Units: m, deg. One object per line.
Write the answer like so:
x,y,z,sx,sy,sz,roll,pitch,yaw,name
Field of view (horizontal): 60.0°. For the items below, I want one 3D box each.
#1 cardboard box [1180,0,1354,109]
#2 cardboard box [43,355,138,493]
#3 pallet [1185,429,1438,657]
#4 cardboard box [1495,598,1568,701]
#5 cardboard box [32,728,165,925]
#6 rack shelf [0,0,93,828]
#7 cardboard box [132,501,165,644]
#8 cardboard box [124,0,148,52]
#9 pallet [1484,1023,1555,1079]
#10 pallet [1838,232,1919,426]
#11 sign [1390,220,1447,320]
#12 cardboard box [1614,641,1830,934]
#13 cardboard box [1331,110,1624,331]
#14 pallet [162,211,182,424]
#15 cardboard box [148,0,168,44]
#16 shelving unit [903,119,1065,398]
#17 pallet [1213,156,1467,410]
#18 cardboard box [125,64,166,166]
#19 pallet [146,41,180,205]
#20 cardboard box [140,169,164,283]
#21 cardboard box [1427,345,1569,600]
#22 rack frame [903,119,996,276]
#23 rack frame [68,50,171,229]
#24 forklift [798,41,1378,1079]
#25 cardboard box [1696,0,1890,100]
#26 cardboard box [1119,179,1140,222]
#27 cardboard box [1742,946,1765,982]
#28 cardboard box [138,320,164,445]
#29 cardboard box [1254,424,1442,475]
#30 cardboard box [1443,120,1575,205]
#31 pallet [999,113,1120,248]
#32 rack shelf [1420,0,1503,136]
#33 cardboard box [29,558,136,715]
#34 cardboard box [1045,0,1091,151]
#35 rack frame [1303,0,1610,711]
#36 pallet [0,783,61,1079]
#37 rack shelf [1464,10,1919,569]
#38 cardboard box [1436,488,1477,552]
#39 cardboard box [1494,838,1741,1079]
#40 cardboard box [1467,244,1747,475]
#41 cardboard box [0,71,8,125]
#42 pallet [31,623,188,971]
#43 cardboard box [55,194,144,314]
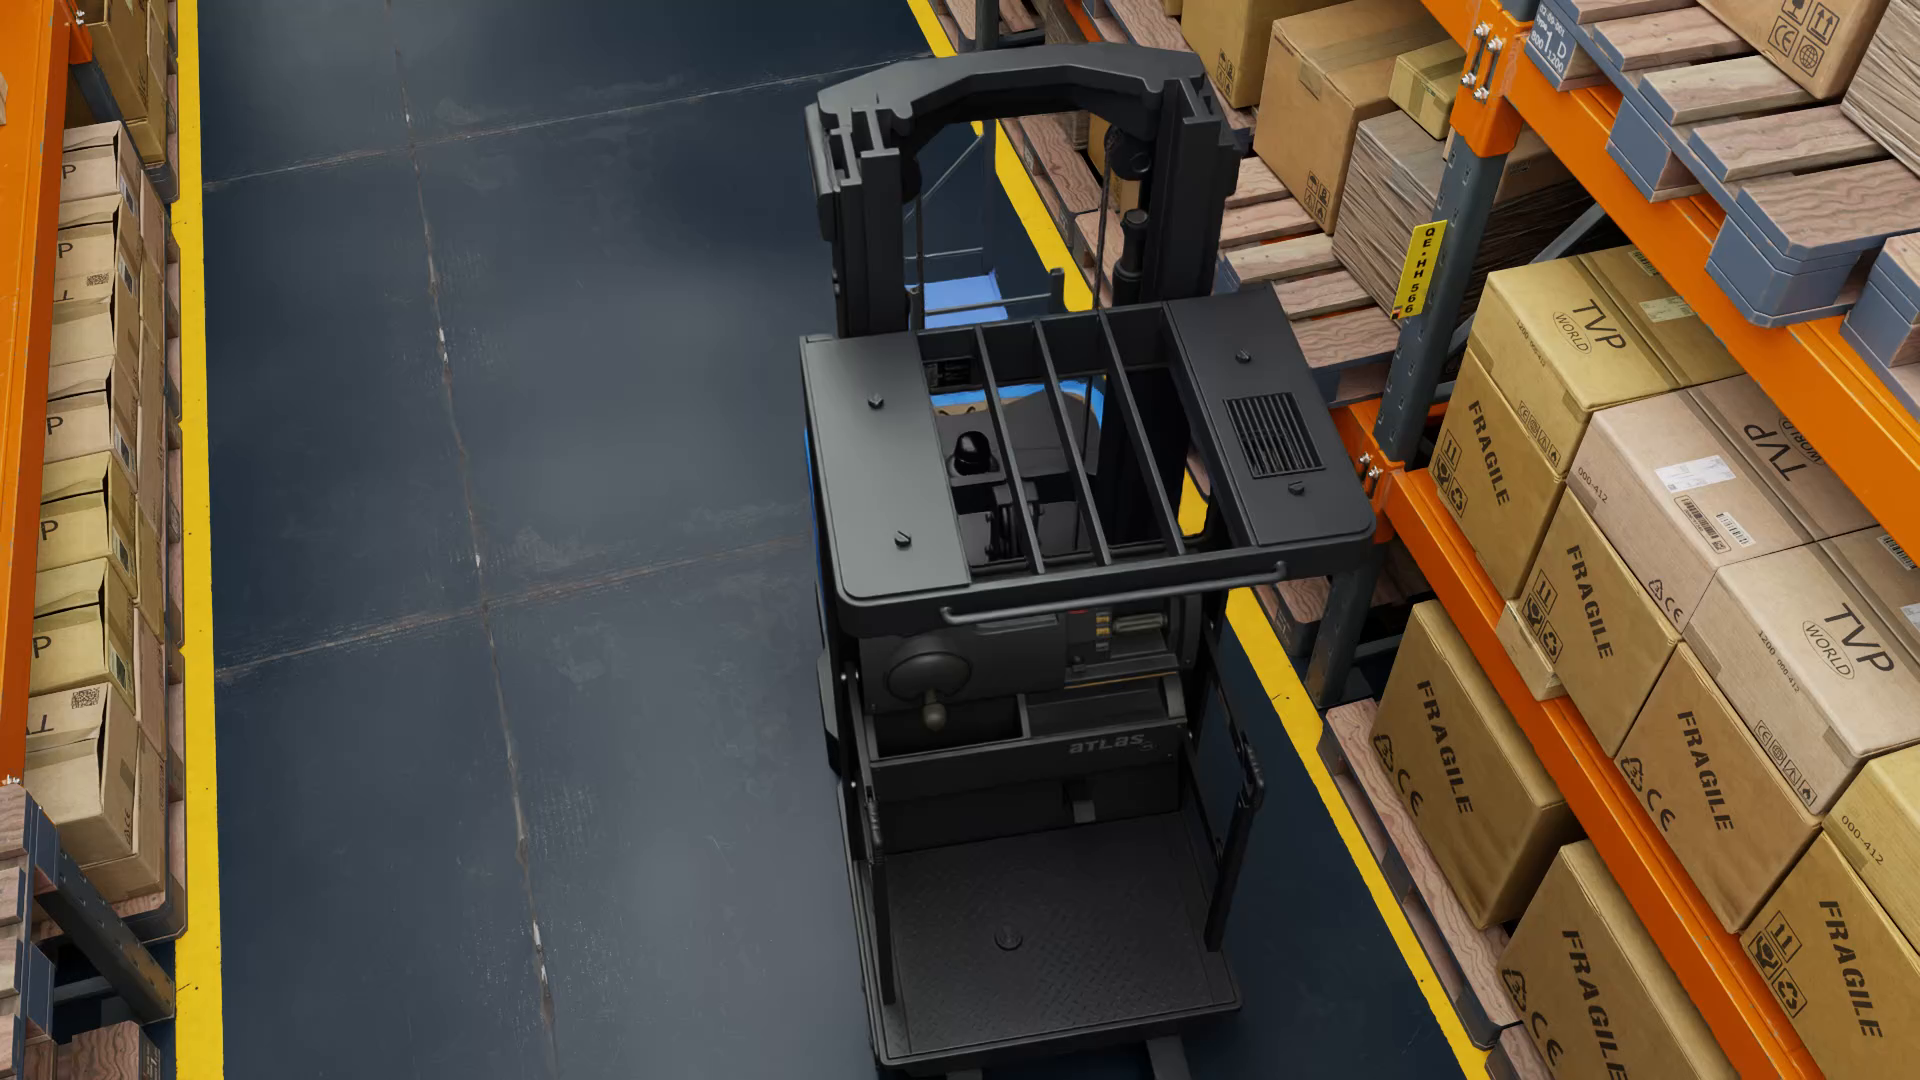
1.215,-1.927,5.849,0.700,0.500,0.500,-13,51,-11,cardboard box
-3.317,-0.393,6.066,0.500,0.311,0.500,-14,51,-11,cardboard box
1.524,-0.179,6.553,1.003,0.211,1.213,-13,51,-11,pallet
1.694,0.260,4.510,0.380,0.149,0.250,-12,51,-10,cardboard box
-2.852,0.918,5.328,0.500,0.250,0.500,-13,51,-11,cardboard box
-3.569,-0.613,5.565,1.077,0.370,4.000,-13,51,-11,rack shelf
-3.161,0.173,5.956,0.500,0.250,0.500,-15,51,-12,cardboard box
-4.154,-2.569,7.777,0.500,0.500,0.500,-13,51,-11,cardboard box
2.272,1.874,4.821,1.003,0.211,1.213,-13,51,-11,pallet
2.328,-0.138,2.856,1.003,0.211,1.213,-11,51,-9,pallet
1.238,-0.725,4.483,0.100,0.325,0.005,-13,51,-11,sign
1.944,0.519,3.868,0.500,0.500,0.500,-14,51,-11,cardboard box
1.605,-1.022,5.086,0.700,0.500,0.500,-19,52,-15,cardboard box
-3.905,-0.877,7.141,1.003,0.211,1.213,-13,51,-11,pallet
-4.294,-2.694,8.373,0.500,0.250,0.500,-13,51,-11,cardboard box
-0.015,-0.721,6.166,0.538,1.500,1.048,-9,50,-7,shelving unit
1.441,-0.941,5.497,1.213,0.211,1.003,-13,51,-11,pallet
-4.008,-1.962,7.755,0.500,0.250,0.500,-13,51,-11,cardboard box
-4.356,-1.997,8.085,1.003,0.211,1.213,-13,51,-11,pallet
-3.761,-1.317,7.212,0.500,0.250,0.500,-14,51,-11,cardboard box
1.653,-0.229,4.498,0.500,0.500,0.500,-12,51,-10,cardboard box
-0.116,-1.102,6.487,0.500,1.500,0.032,-9,50,-7,rack frame
-4.160,-2.305,6.521,1.000,3.000,0.127,-13,51,-11,rack frame
0.228,0.375,4.307,1.130,2.935,3.031,-8,50,-6,forklift
1.949,-1.313,3.370,0.700,0.500,0.500,-17,52,-14,cardboard box
1.117,-1.483,7.175,0.700,0.500,0.500,-13,51,-11,cardboard box
2.094,0.978,3.904,0.380,0.149,0.250,-13,51,-11,cardboard box
-3.461,-0.574,6.585,0.500,0.250,0.500,-12,51,-10,cardboard box
1.491,-0.357,6.226,0.700,0.500,0.500,-13,51,-10,cardboard box
1.623,-1.135,4.757,0.380,0.149,0.250,-19,53,-16,cardboard box
0.802,-1.961,8.055,1.003,0.211,1.213,-13,51,-11,pallet
1.162,-2.702,5.365,1.077,0.370,4.000,-13,51,-11,rack shelf
-3.015,0.355,5.435,0.500,0.311,0.500,-14,51,-12,cardboard box
0.804,-2.231,7.805,0.700,0.500,0.500,-12,51,-10,cardboard box
1.753,-0.507,5.005,1.000,3.000,0.127,-13,51,-11,rack frame
-2.710,1.157,3.728,1.213,0.211,1.003,-13,51,-11,pallet
2.345,0.219,2.902,1.077,0.370,4.000,-13,51,-11,rack shelf
1.630,-0.139,4.847,0.380,0.149,0.250,-14,51,-12,cardboard box
2.099,1.259,4.648,0.750,0.750,0.750,-14,51,-11,cardboard box
1.650,-0.472,4.212,0.500,0.250,0.500,-12,51,-10,cardboard box
-3.725,-1.662,6.066,0.396,0.266,0.258,-14,51,-12,cardboard box
-3.184,0.905,5.639,1.003,0.211,1.213,-13,51,-11,pallet
-3.607,-1.126,6.684,0.500,0.311,0.500,-12,51,-10,cardboard box
